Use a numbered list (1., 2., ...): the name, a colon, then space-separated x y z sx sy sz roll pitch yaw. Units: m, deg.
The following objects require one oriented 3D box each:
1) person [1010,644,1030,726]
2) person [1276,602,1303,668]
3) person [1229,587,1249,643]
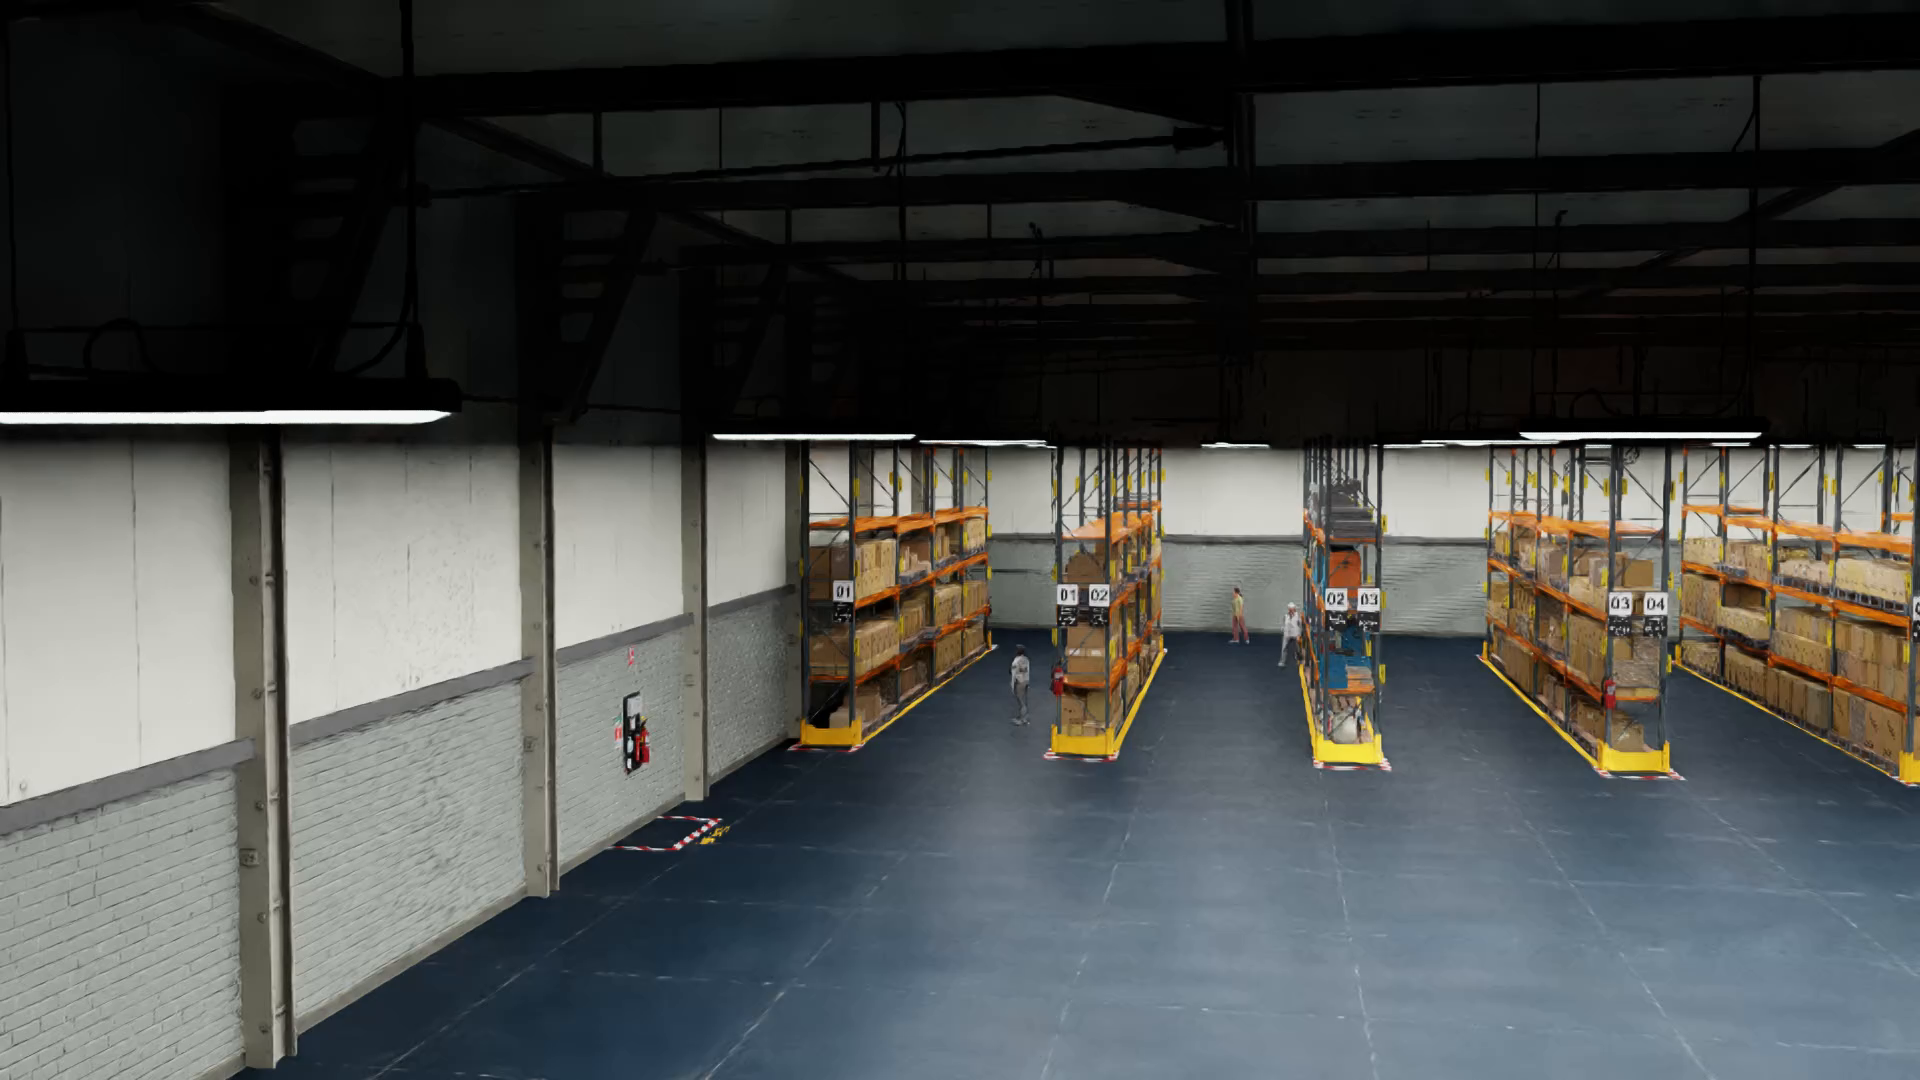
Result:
1. person: 1.244 2.999 34.653 0.545 1.664 0.573 2 4 33
2. person: 8.735 2.496 43.753 0.581 1.732 0.961 2 4 34
3. person: 8.302 2.229 49.365 0.609 1.662 0.500 -1 3 -23
